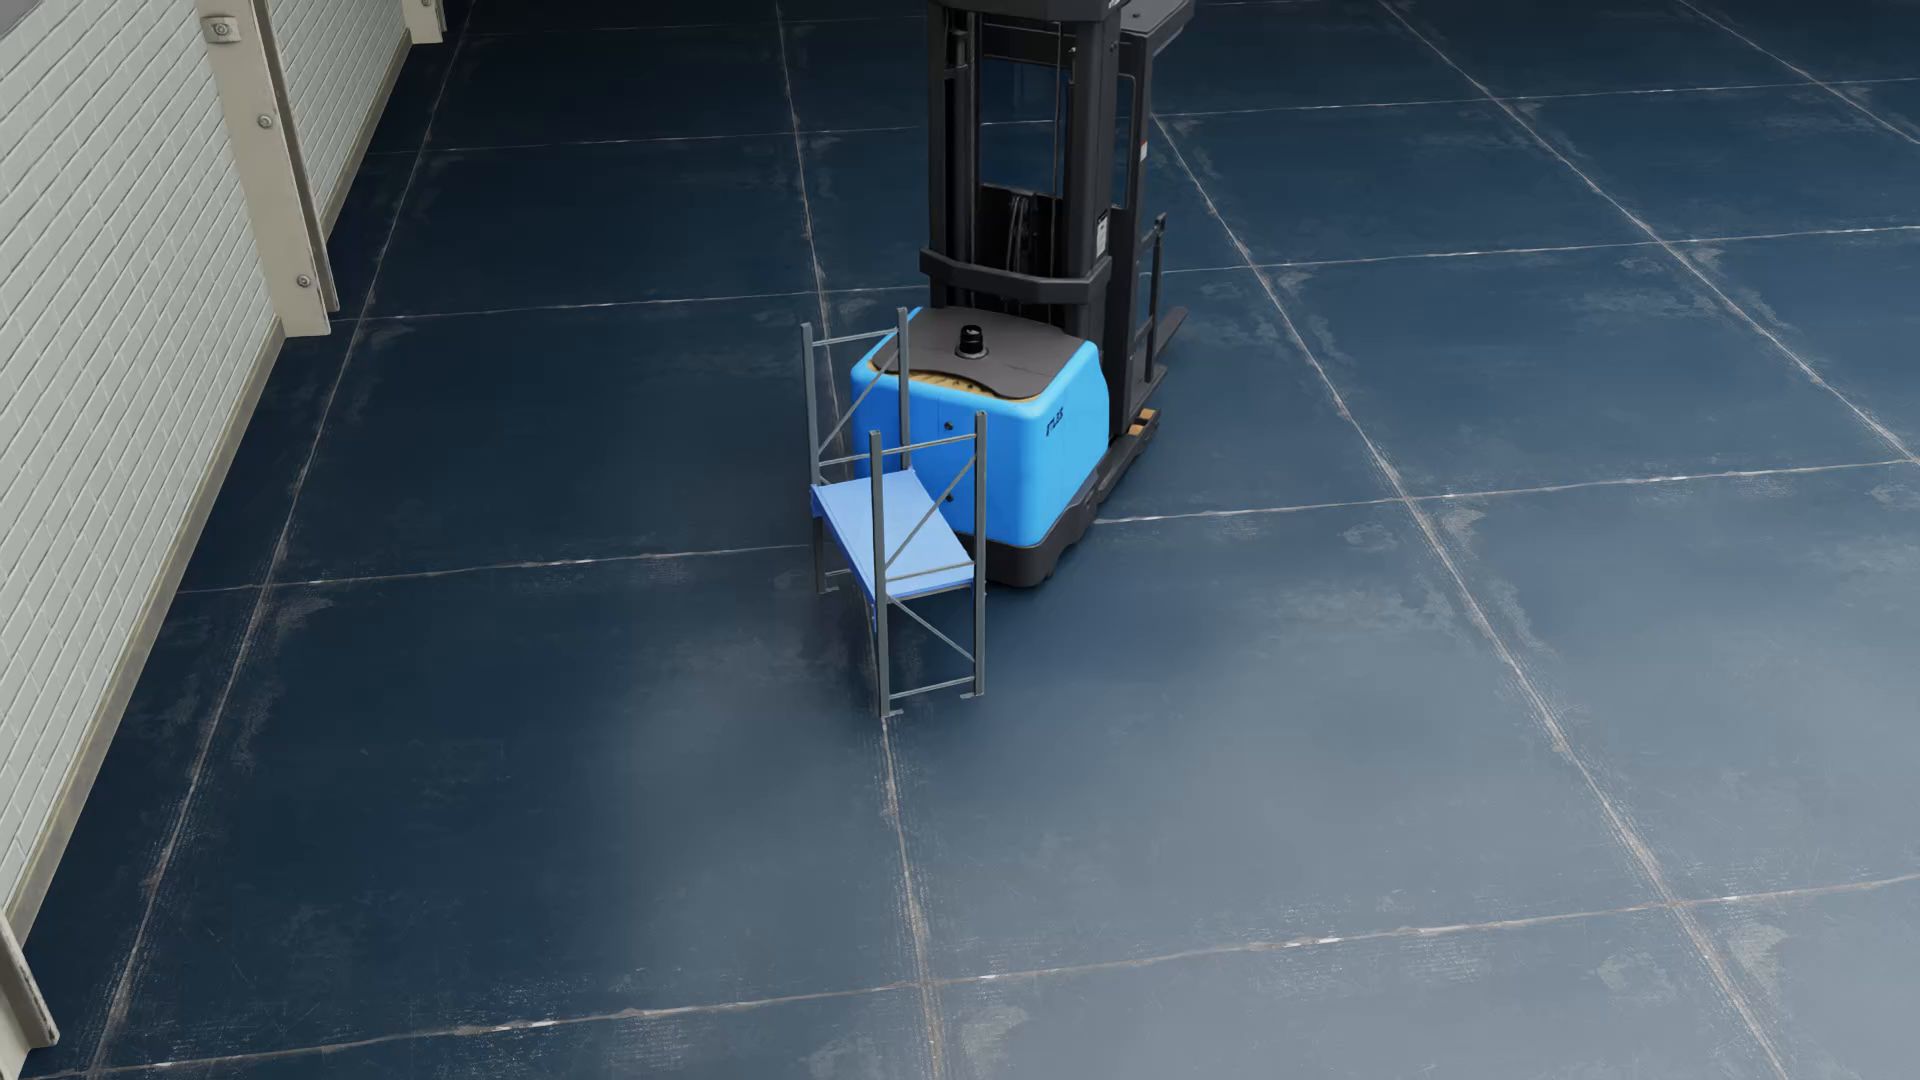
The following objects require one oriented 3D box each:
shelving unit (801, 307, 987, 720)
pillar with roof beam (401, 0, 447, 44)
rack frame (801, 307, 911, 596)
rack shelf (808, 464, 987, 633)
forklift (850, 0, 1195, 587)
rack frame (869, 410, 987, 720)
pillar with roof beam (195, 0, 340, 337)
[{"bbox_3d":[-0.305,-0.129,7.608,0.538,1.500,1.048,-12,36,-17],"label":"shelving unit"},{"bbox_3d":[-0.772,-8.812,13.689,9.100,9.000,0.400,-4,35,-6],"label":"pillar with roof beam"},{"bbox_3d":[-0.481,-0.398,8.002,0.500,1.500,0.032,-12,36,-17],"label":"rack frame"},{"bbox_3d":[-0.305,0.019,7.709,0.538,0.185,1.000,-12,36,-17],"label":"rack shelf"},{"bbox_3d":[0.512,-1.795,8.781,1.130,2.935,3.031,14,37,20],"label":"forklift"},{"bbox_3d":[-0.129,0.139,7.214,0.500,1.500,0.032,-12,36,-17],"label":"rack frame"},{"bbox_3d":[0.035,-5.463,8.776,9.100,9.000,0.400,-4,35,-6],"label":"pillar with roof beam"}]
